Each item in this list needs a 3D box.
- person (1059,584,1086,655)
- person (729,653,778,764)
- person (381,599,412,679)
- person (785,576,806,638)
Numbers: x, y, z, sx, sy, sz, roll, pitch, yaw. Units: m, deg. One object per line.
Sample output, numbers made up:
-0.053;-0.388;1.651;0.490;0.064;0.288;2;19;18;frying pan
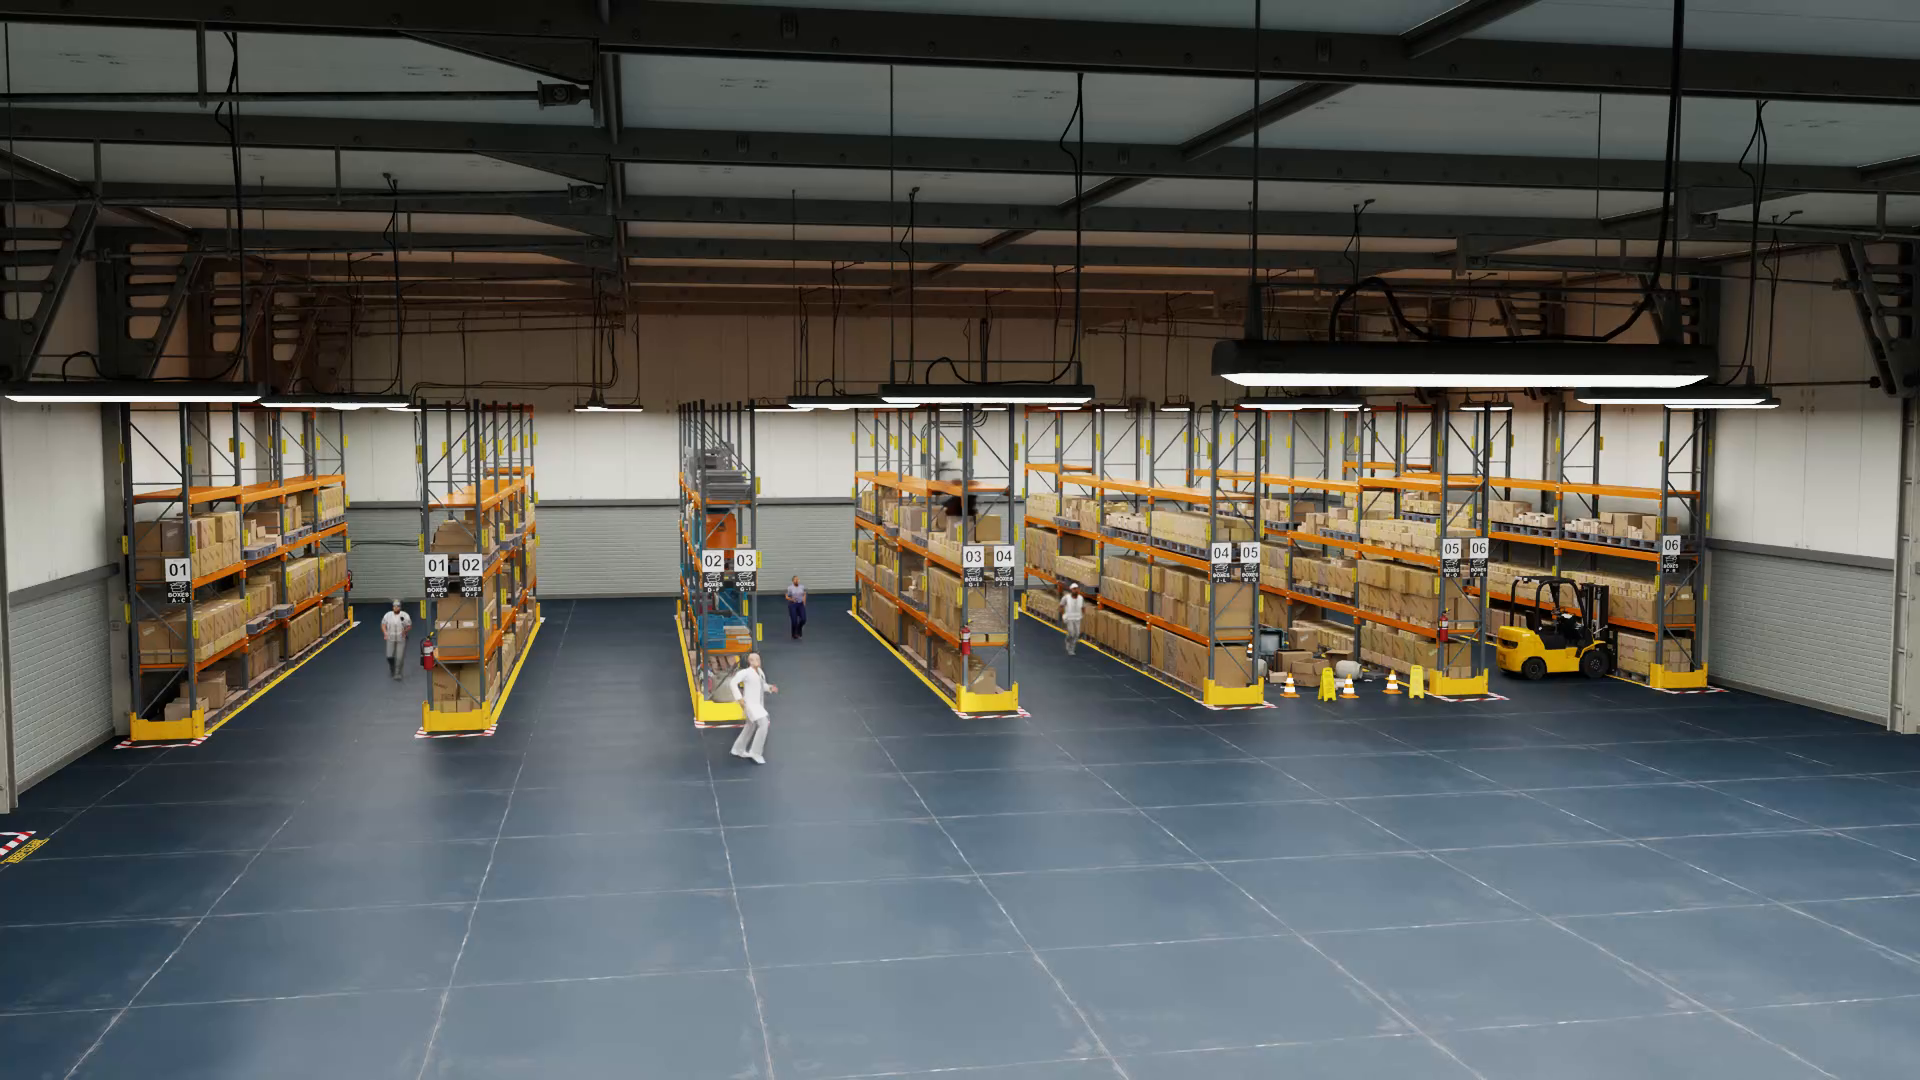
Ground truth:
2.709;1.892;39.397;0.621;1.723;0.586;-1;5;-18;person
-3.407;2.825;27.454;0.836;1.751;0.688;1;4;14;person
-12.149;2.141;35.830;0.635;1.741;0.615;-1;4;-14;person
-4.141;1.716;42.378;0.594;1.604;0.550;-2;5;-22;person
